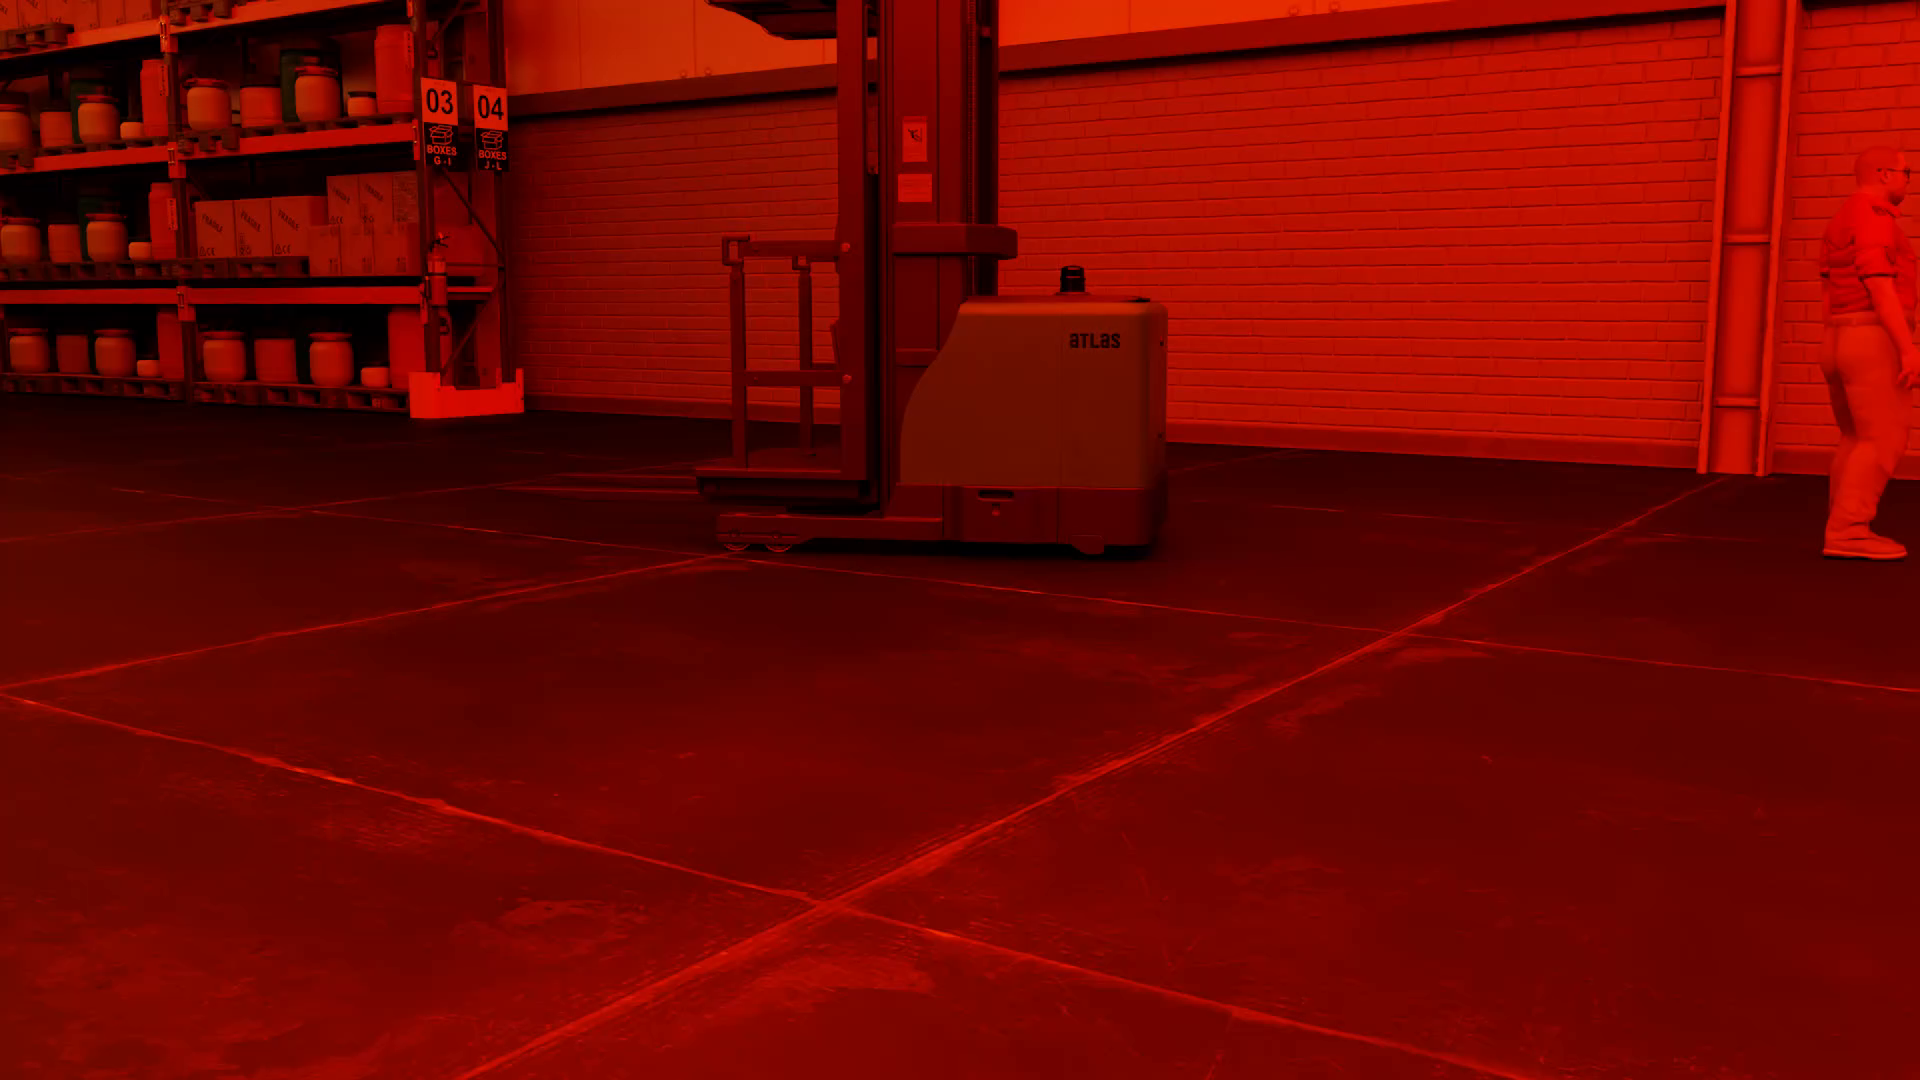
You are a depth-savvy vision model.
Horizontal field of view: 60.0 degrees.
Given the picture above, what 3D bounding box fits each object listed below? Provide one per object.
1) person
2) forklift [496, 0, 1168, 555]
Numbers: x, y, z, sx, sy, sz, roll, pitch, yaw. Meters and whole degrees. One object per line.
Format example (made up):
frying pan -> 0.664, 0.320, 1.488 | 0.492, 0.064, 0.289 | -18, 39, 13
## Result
person -> 3.911, -0.781, 7.053 | 0.469, 1.745, 0.677 | 1, 8, 6
forklift -> -0.596, -1.469, 7.520 | 3.031, 2.935, 1.130 | 2, 8, 12
